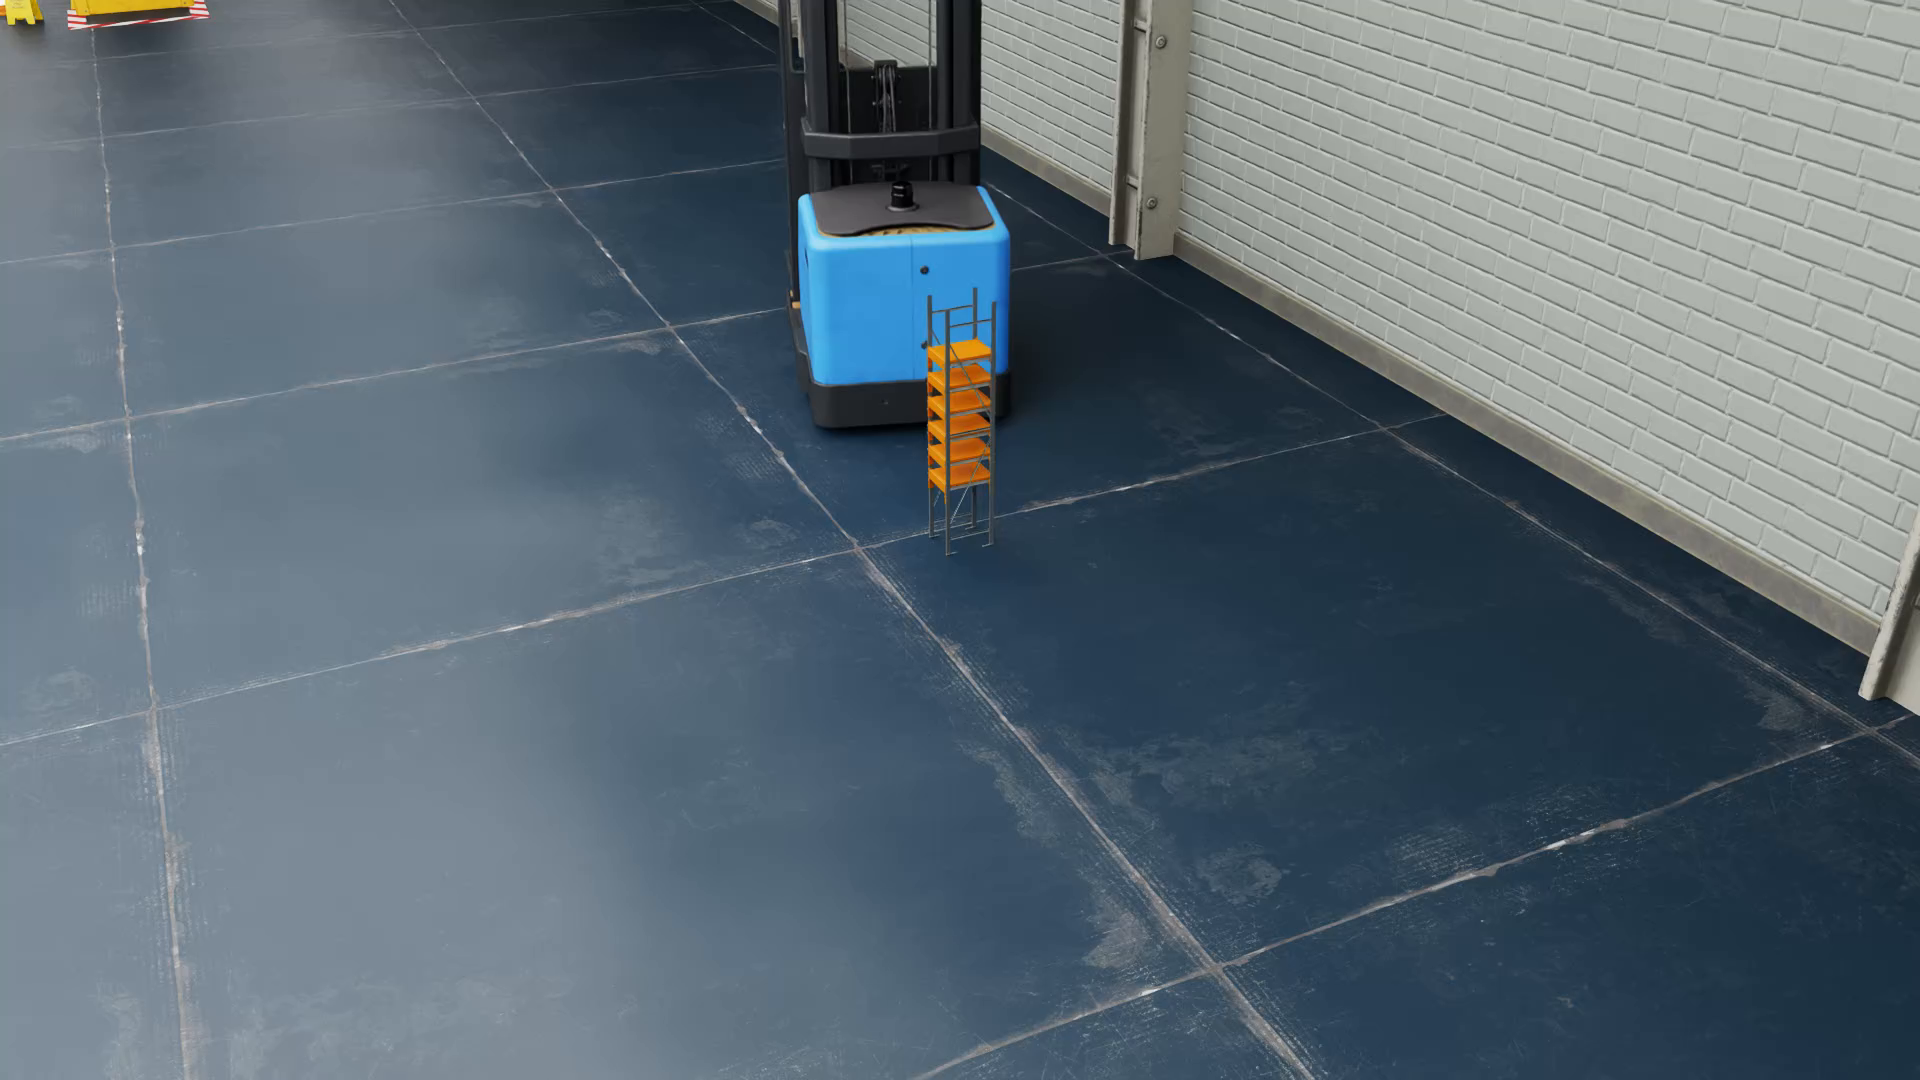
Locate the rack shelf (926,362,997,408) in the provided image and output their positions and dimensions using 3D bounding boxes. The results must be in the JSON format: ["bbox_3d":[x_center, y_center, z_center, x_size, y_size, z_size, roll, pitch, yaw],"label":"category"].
[{"bbox_3d":[0.006,-0.688,7.349,0.258,0.103,0.180,-13,32,-22],"label":"rack shelf"}]

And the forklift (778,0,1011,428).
[{"bbox_3d":[-0.465,-2.561,9.321,1.130,2.935,3.031,-4,30,-8],"label":"forklift"}]

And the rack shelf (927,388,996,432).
[{"bbox_3d":[0.006,-0.583,7.408,0.258,0.103,0.180,-13,32,-22],"label":"rack shelf"}]

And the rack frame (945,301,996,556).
[{"bbox_3d":[0.046,-0.477,7.373,0.240,1.200,0.006,-13,32,-22],"label":"rack frame"}]

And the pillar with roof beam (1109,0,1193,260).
[{"bbox_3d":[-2.650,-5.002,7.469,9.100,9.000,0.400,-13,32,-22],"label":"pillar with roof beam"}]

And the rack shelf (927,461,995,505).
[{"bbox_3d":[0.006,-0.269,7.584,0.258,0.103,0.180,-13,32,-22],"label":"rack shelf"}]

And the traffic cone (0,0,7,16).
[{"bbox_3d":[-10.260,-5.862,17.731,0.336,0.463,0.334,-13,32,-22],"label":"traffic cone"}]

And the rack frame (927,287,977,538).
[{"bbox_3d":[-0.033,-0.557,7.517,0.240,1.200,0.006,-13,32,-22],"label":"rack frame"}]

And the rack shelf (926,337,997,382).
[{"bbox_3d":[0.006,-0.792,7.291,0.258,0.103,0.180,-13,32,-22],"label":"rack shelf"}]

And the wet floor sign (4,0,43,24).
[{"bbox_3d":[-9.795,-5.714,17.280,0.267,0.644,0.232,-3,29,-5],"label":"wet floor sign"}]

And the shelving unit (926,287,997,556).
[{"bbox_3d":[0.006,-0.517,7.445,0.258,1.200,0.189,-13,32,-22],"label":"shelving unit"}]

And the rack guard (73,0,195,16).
[{"bbox_3d":[-8.943,-5.993,17.926,1.175,0.500,0.348,-13,32,-22],"label":"rack guard"}]

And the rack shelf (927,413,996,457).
[{"bbox_3d":[0.006,-0.478,7.467,0.258,0.103,0.180,-13,32,-22],"label":"rack shelf"}]

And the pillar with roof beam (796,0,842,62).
[{"bbox_3d":[-5.226,-7.652,12.196,9.100,9.000,0.400,-13,32,-22],"label":"pillar with roof beam"}]

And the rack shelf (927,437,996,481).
[{"bbox_3d":[0.006,-0.374,7.526,0.258,0.103,0.180,-13,32,-22],"label":"rack shelf"}]
